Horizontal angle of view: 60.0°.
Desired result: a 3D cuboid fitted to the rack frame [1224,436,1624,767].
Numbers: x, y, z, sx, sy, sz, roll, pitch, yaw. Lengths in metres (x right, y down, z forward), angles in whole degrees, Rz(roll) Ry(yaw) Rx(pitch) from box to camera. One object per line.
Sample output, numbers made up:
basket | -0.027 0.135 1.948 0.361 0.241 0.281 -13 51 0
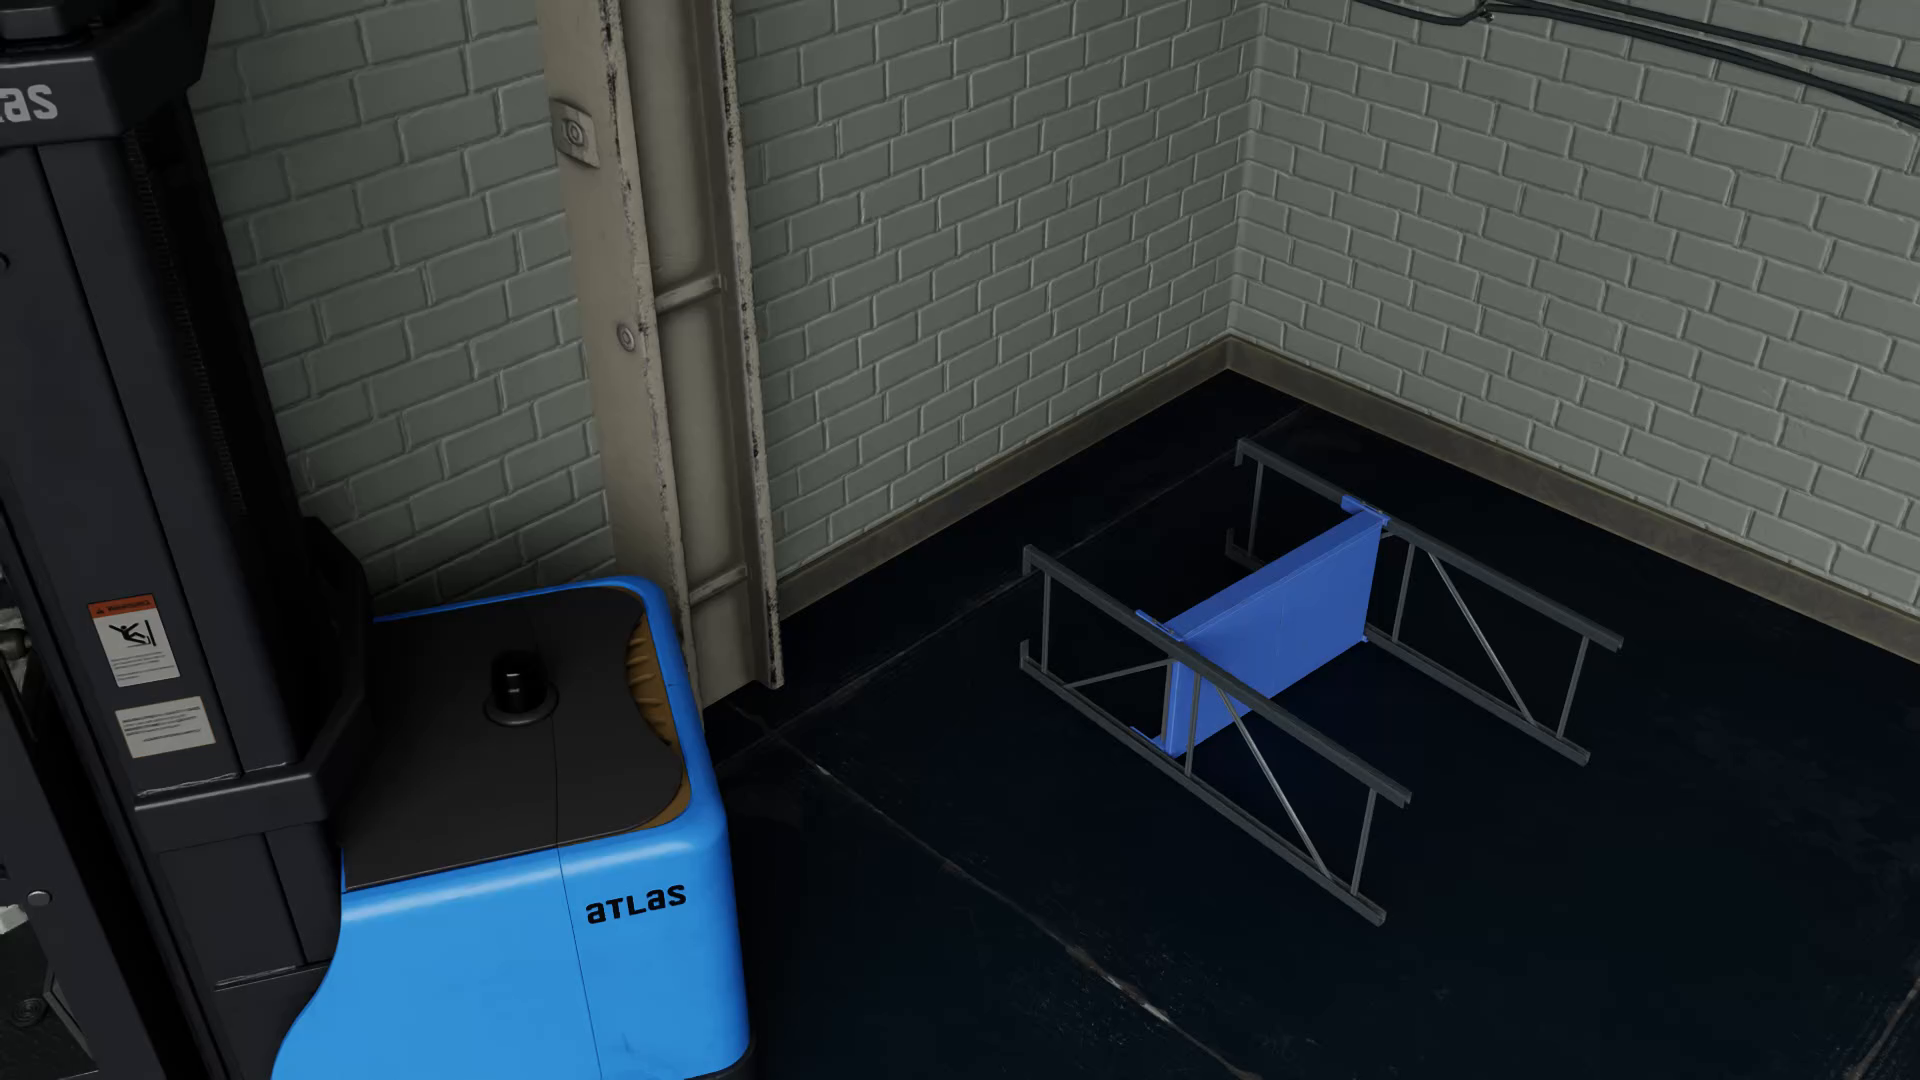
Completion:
rack frame | 1.473 0.172 5.533 0.032 0.500 1.500 -26 42 -32

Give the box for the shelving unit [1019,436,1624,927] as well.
shelving unit | 1.085 0.360 5.263 1.048 0.538 1.500 -26 42 -32

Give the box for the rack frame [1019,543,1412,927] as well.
rack frame | 0.697 0.548 4.994 0.032 0.500 1.500 -26 42 -32

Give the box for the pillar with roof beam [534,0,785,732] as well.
pillar with roof beam | 2.224 -1.460 0.477 9.100 9.000 0.400 30 45 35

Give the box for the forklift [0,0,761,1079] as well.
forklift | -2.064 0.264 3.309 3.031 2.935 1.130 -10 36 -14

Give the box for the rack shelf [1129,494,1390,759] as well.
rack shelf | 0.969 0.281 5.376 1.000 0.538 0.185 -26 42 -32
